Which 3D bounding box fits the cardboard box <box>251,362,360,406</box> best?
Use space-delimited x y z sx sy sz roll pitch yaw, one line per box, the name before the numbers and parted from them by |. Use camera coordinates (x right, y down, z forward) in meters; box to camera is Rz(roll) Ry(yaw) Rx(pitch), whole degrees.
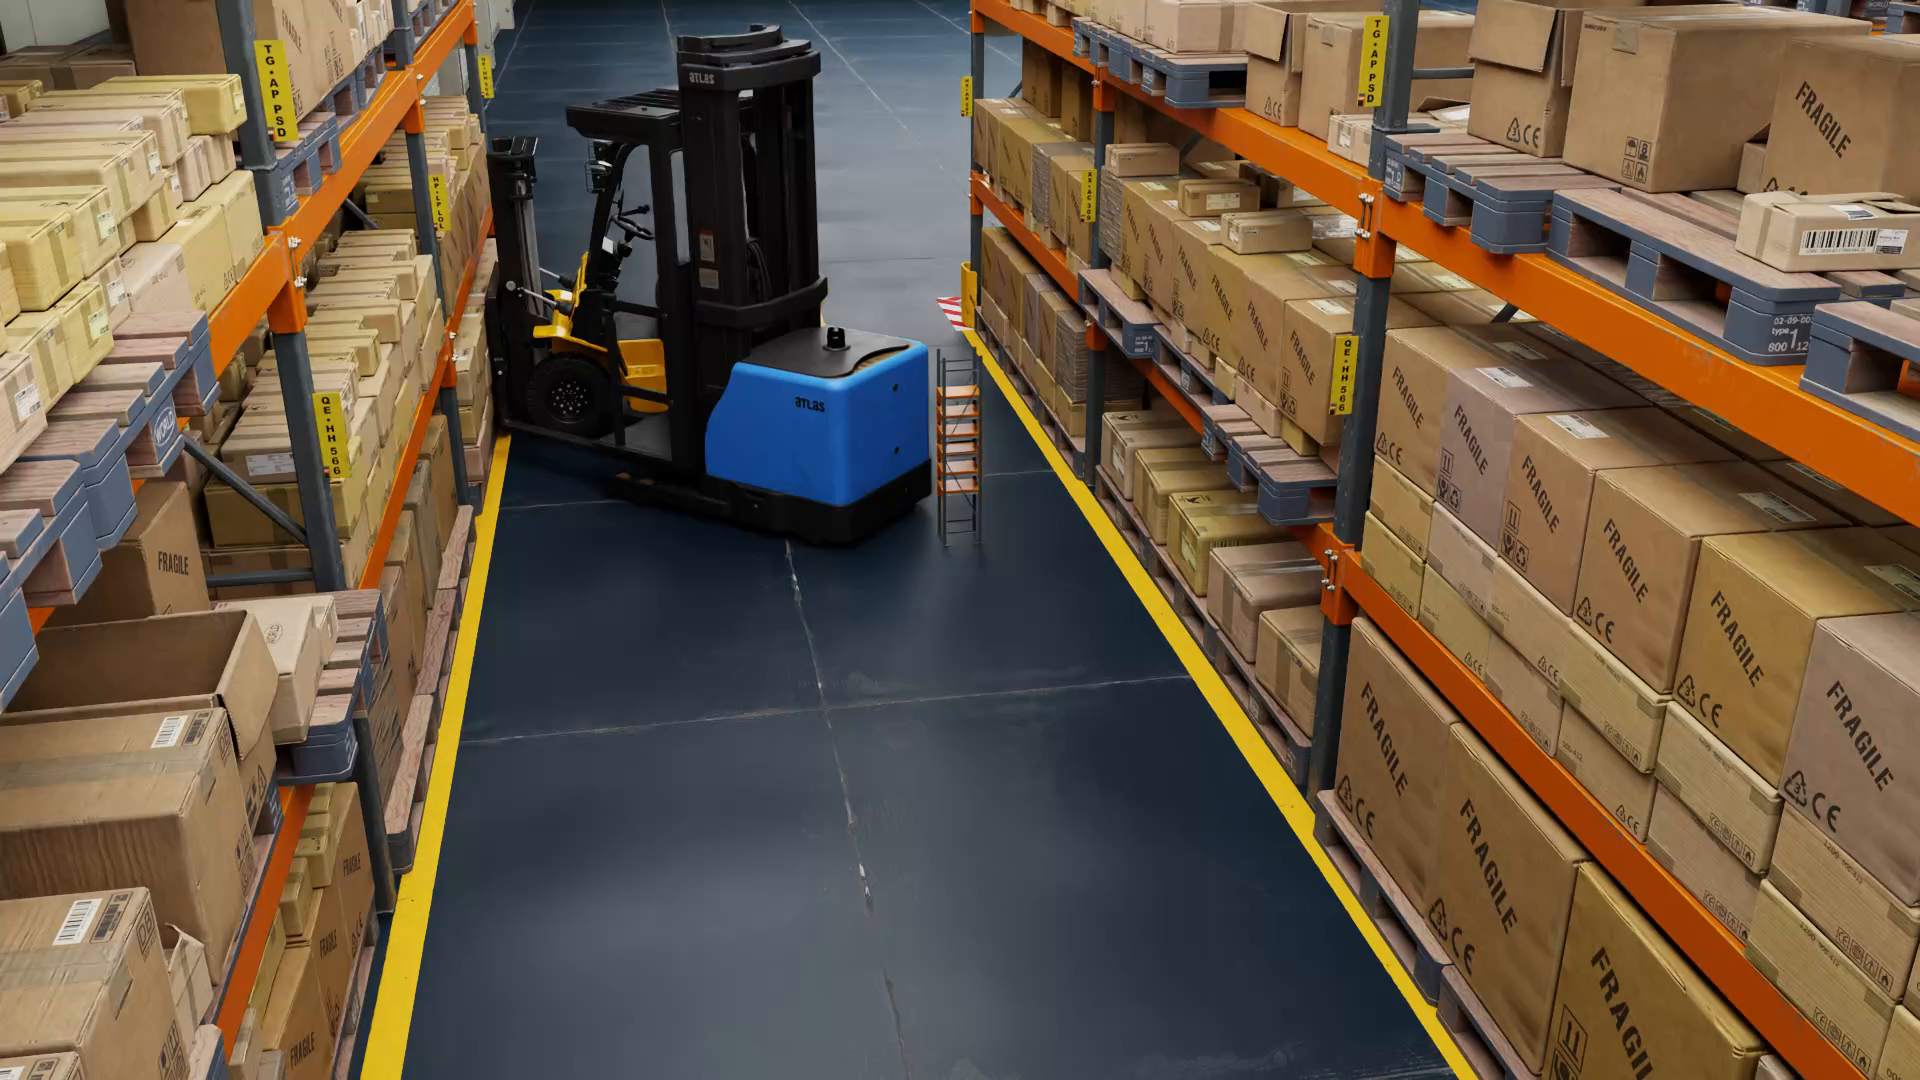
cardboard box | -2.759 -0.634 7.019 0.380 0.149 0.250 -4 24 -9

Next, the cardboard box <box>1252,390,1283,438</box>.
cardboard box | 1.569 -0.591 7.645 0.380 0.149 0.250 -5 24 -10

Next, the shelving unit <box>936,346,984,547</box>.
shelving unit | -0.003 -0.556 10.023 0.258 1.200 0.189 -4 24 -10

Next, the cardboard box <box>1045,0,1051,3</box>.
cardboard box | 0.812 -3.776 11.216 0.500 0.250 0.500 -5 24 -11

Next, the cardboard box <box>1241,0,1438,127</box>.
cardboard box | 1.762 -2.226 7.723 0.797 0.503 0.637 -4 24 -10

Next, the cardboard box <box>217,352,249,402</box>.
cardboard box | -3.296 -0.695 7.158 0.380 0.149 0.250 -4 24 -10

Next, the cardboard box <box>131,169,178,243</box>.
cardboard box | -2.362 -0.902 4.508 0.380 0.149 0.250 -4 24 -10

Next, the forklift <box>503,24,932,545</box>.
forklift | -1.709 -1.739 10.571 3.031 2.935 1.130 14 27 29

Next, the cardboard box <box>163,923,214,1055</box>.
cardboard box | -1.945 1.030 3.788 0.396 0.266 0.258 -3 24 -7

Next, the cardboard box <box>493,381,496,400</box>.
cardboard box | -3.603 -1.159 12.067 0.500 0.250 0.500 -4 24 -8

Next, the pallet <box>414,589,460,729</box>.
pallet | -3.141 0.634 8.533 1.003 0.211 1.213 -4 24 -10

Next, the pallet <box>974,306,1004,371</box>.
pallet | 0.723 -1.723 13.932 1.003 0.211 1.213 -4 24 -10

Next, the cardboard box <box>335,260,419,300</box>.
cardboard box | -3.025 -1.342 8.640 0.380 0.149 0.250 -5 24 -11

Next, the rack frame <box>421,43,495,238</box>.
rack frame | -4.284 -2.985 13.336 1.000 3.000 0.127 -4 24 -10

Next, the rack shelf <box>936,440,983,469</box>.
rack shelf | -0.003 -0.515 10.041 0.258 0.103 0.180 -4 24 -10

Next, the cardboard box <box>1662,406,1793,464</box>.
cardboard box | 2.613 -0.130 5.425 0.500 0.500 0.500 -4 24 -10

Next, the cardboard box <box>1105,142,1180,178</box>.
cardboard box | 1.072 -2.241 9.801 0.380 0.149 0.250 -4 24 -10

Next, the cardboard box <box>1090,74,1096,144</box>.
cardboard box | 1.325 -3.011 11.652 0.700 0.500 0.500 -5 24 -11

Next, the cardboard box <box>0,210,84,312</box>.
cardboard box | -1.995 -0.550 3.307 0.380 0.149 0.250 -4 24 -9

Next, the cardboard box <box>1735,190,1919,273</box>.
cardboard box | 2.315 -0.826 4.413 0.380 0.166 0.250 -2 24 -5

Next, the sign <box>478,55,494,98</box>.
sign | -3.748 -3.658 13.136 0.100 0.325 0.005 -4 24 -10

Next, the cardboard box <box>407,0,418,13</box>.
cardboard box | -3.329 -3.108 9.535 0.380 0.149 0.250 -4 24 -9

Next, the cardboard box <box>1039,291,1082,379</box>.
cardboard box | 0.864 -1.469 11.839 0.500 0.500 0.500 -4 24 -9

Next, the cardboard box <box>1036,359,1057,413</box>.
cardboard box | 0.851 -1.134 12.009 0.500 0.250 0.500 -5 24 -11

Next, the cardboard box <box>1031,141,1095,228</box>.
cardboard box | 0.804 -2.524 11.785 0.500 0.500 0.500 -4 24 -8

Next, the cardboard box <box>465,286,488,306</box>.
cardboard box | -3.603 -1.619 11.871 0.500 0.250 0.500 -5 24 -11

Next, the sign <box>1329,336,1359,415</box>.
sign | 1.541 -0.657 6.659 0.100 0.325 0.005 -4 24 -10

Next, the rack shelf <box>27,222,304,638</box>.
rack shelf | -2.435 -0.096 3.873 1.077 0.370 4.000 -4 24 -10

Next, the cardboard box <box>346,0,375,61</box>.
cardboard box | -3.029 -2.415 7.745 0.500 0.311 0.500 -5 24 -12

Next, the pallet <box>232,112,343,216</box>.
pallet | -3.018 -1.386 6.164 1.213 0.211 1.003 -3 24 -7

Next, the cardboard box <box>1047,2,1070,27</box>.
cardboard box | 0.798 -3.547 11.190 0.380 0.149 0.250 -4 24 -8

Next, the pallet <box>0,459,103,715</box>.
pallet | -2.117 0.185 2.565 1.213 0.211 1.003 -4 24 -10

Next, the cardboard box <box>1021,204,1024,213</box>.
cardboard box | 0.673 -2.579 12.720 0.380 0.149 0.250 -3 24 -8

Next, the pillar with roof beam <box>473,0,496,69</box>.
pillar with roof beam | -4.139 -12.792 28.296 9.100 9.000 0.400 -4 24 -10

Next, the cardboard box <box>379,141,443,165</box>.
cardboard box | -3.628 -2.539 11.008 0.380 0.149 0.250 -4 24 -10

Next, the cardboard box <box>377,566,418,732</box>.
cardboard box | -3.035 0.555 7.673 0.875 0.625 0.625 -4 24 -8

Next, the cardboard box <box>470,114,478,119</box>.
cardboard box | -3.945 -3.212 12.921 0.380 0.149 0.250 -4 24 -9

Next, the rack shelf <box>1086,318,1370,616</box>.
rack shelf | 1.703 -0.664 8.921 1.077 0.370 4.000 -4 24 -10

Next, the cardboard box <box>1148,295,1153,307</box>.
cardboard box | 1.290 -1.412 9.524 0.380 0.149 0.250 -3 24 -6

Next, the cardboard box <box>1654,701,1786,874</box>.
cardboard box | 2.290 0.652 4.573 0.500 0.250 0.500 -4 24 -8

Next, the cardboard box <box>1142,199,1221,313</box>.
cardboard box | 1.309 -1.556 9.045 0.500 0.500 0.500 -4 24 -10

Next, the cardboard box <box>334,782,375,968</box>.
cardboard box | -2.516 1.266 6.203 0.500 0.500 0.500 -4 24 -8

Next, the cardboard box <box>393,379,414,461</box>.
cardboard box | -2.931 -0.566 7.986 0.500 0.250 0.500 -4 24 -8

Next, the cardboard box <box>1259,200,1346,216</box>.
cardboard box | 1.826 -1.591 9.125 0.500 0.500 0.500 -3 24 -8

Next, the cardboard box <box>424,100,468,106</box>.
cardboard box | -3.935 -3.244 12.623 0.380 0.149 0.250 -4 24 -10

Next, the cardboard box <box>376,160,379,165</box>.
cardboard box | -4.215 -2.570 11.452 0.380 0.149 0.250 -4 24 -10

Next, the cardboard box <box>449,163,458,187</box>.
cardboard box | -3.553 -2.405 11.073 0.380 0.149 0.250 -5 24 -11

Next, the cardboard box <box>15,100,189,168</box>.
cardboard box | -2.407 -1.137 4.676 0.380 0.149 0.250 -5 24 -11

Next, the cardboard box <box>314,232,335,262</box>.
cardboard box | -3.690 -1.600 9.231 0.380 0.149 0.250 -5 24 -11

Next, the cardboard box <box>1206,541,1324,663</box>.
cardboard box | 1.833 0.293 8.591 0.950 0.372 0.625 -5 24 -11

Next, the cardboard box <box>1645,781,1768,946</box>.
cardboard box | 2.314 0.877 4.681 0.500 0.250 0.500 -5 24 -11

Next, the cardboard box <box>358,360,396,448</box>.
cardboard box | -2.817 -0.595 7.427 0.500 0.250 0.500 -5 24 -11

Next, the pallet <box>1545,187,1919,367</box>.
pallet | 2.453 -0.806 4.835 1.003 0.211 1.213 -3 24 -7

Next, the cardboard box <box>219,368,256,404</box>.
cardboard box | -3.347 -0.553 7.330 0.500 0.250 0.500 -4 24 -10

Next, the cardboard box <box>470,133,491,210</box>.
cardboard box | -3.935 -2.856 12.917 0.500 0.500 0.500 -5 24 -11

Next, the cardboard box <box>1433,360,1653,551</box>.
cardboard box | 2.025 -0.304 5.825 0.500 0.500 0.500 -4 24 -10
